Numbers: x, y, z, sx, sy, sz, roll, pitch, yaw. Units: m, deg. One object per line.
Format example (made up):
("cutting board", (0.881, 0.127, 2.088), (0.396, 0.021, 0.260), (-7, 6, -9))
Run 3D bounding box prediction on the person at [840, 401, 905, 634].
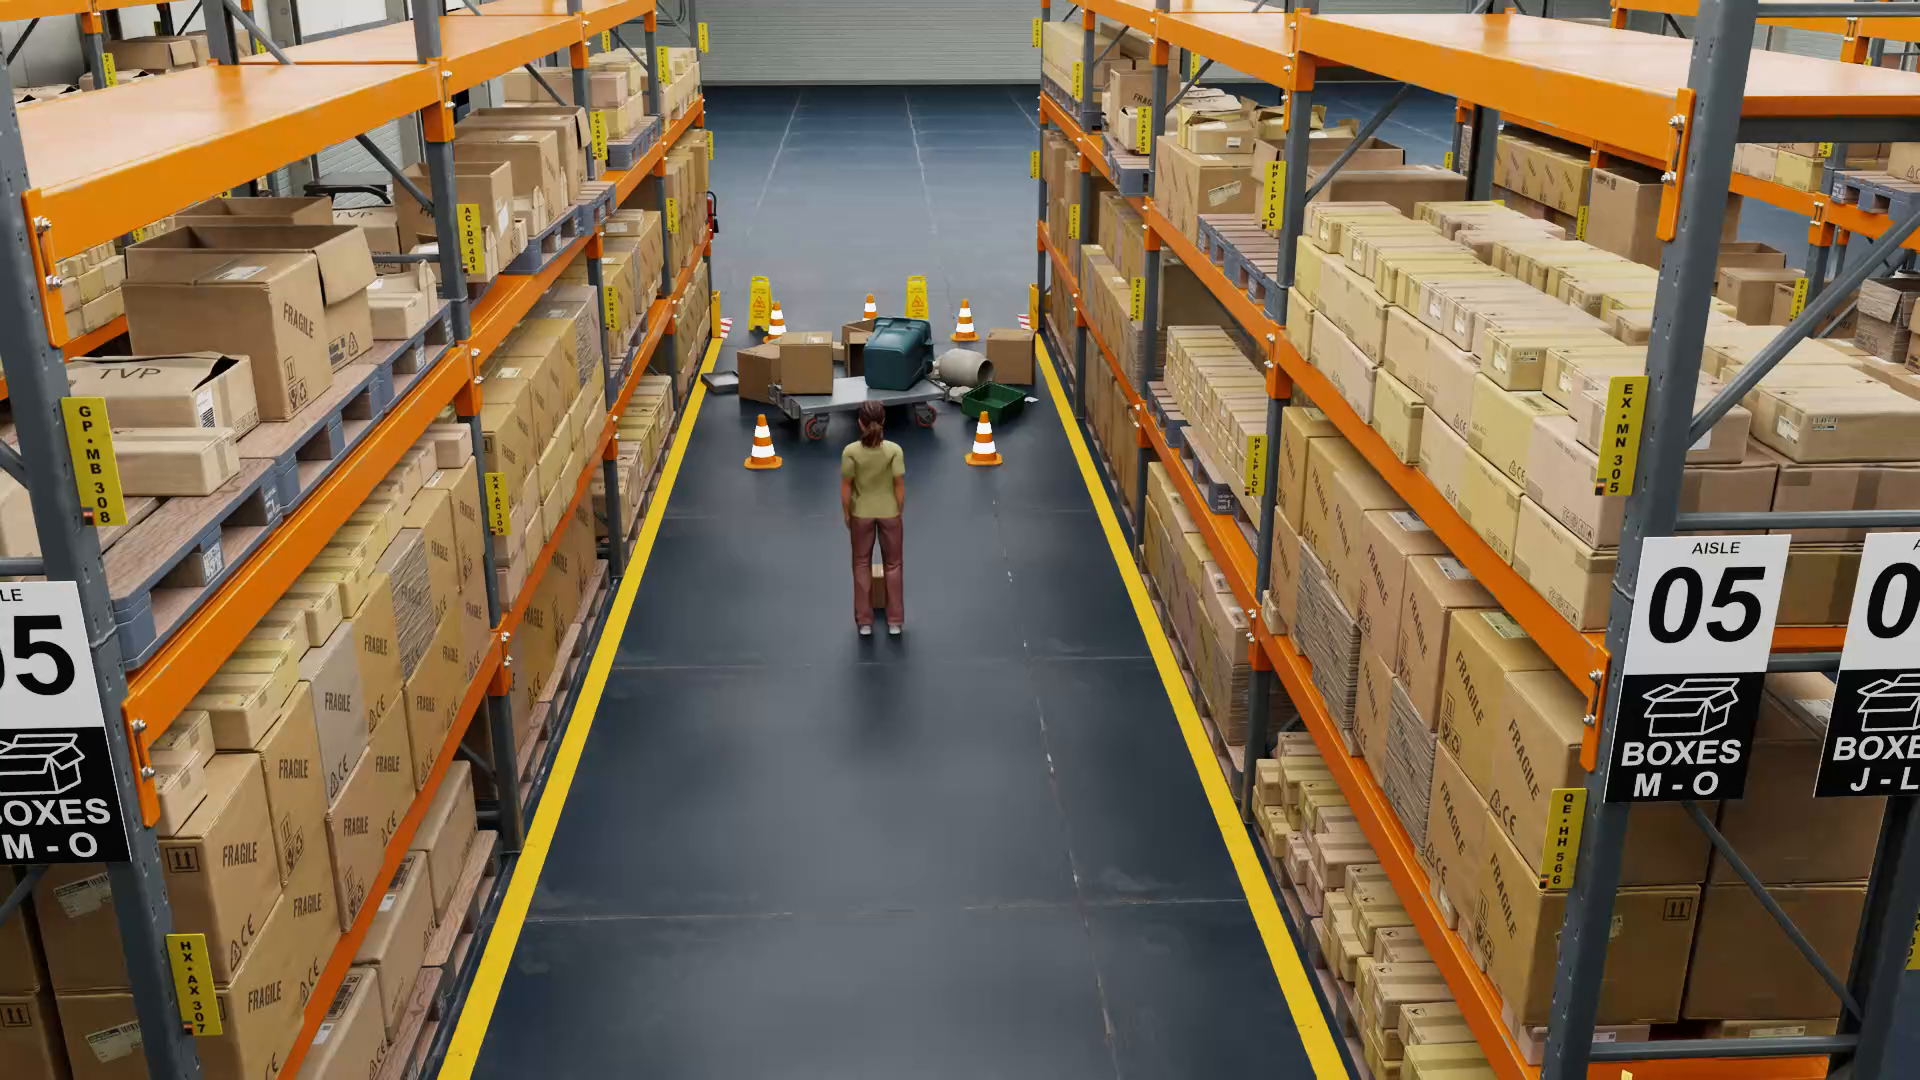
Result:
("person", (-0.596, -0.149, 11.494), (0.446, 1.669, 0.360), (-1, 20, -2))
